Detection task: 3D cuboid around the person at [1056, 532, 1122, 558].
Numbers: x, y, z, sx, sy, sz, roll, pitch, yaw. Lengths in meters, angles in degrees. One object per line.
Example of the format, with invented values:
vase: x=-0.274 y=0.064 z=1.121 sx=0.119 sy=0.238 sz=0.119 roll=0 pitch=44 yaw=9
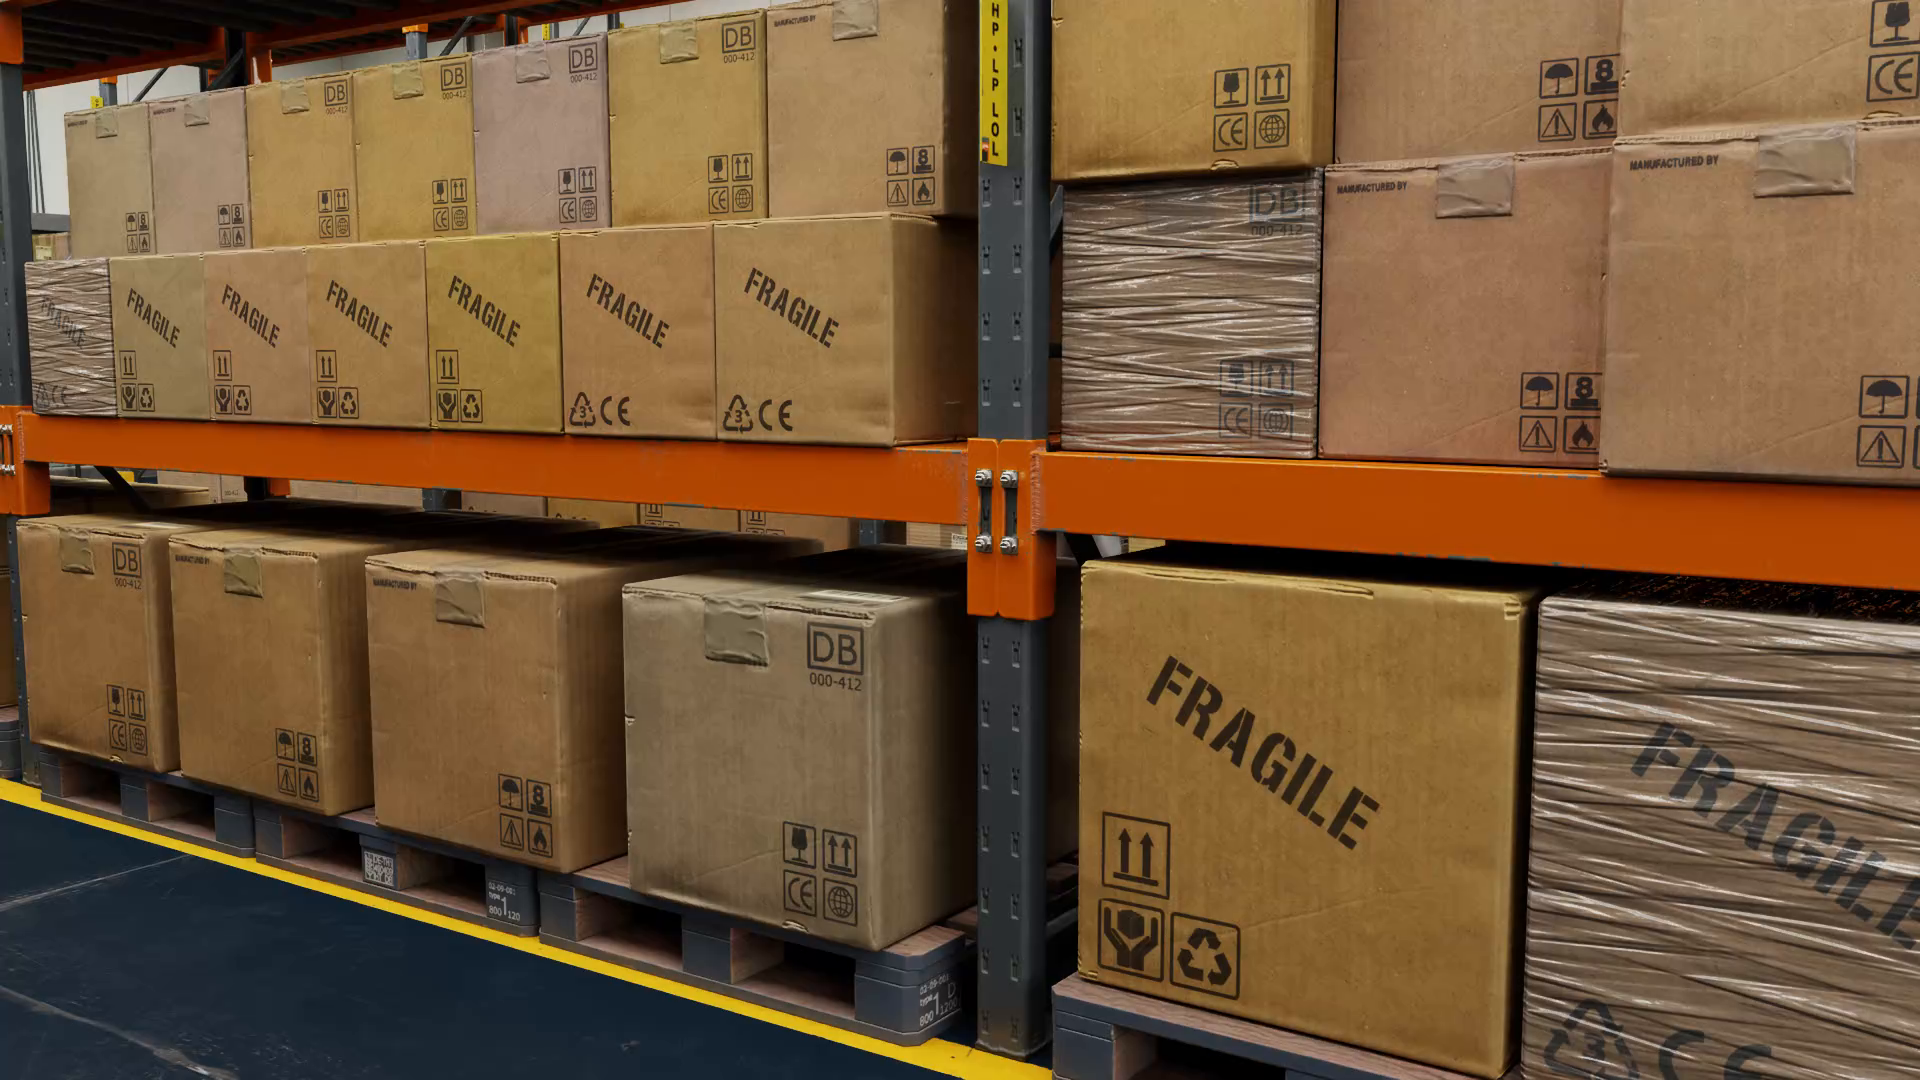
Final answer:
person: x=0.529 y=-0.144 z=7.348 sx=0.484 sy=1.652 sz=0.360 roll=4 pitch=8 yaw=33
